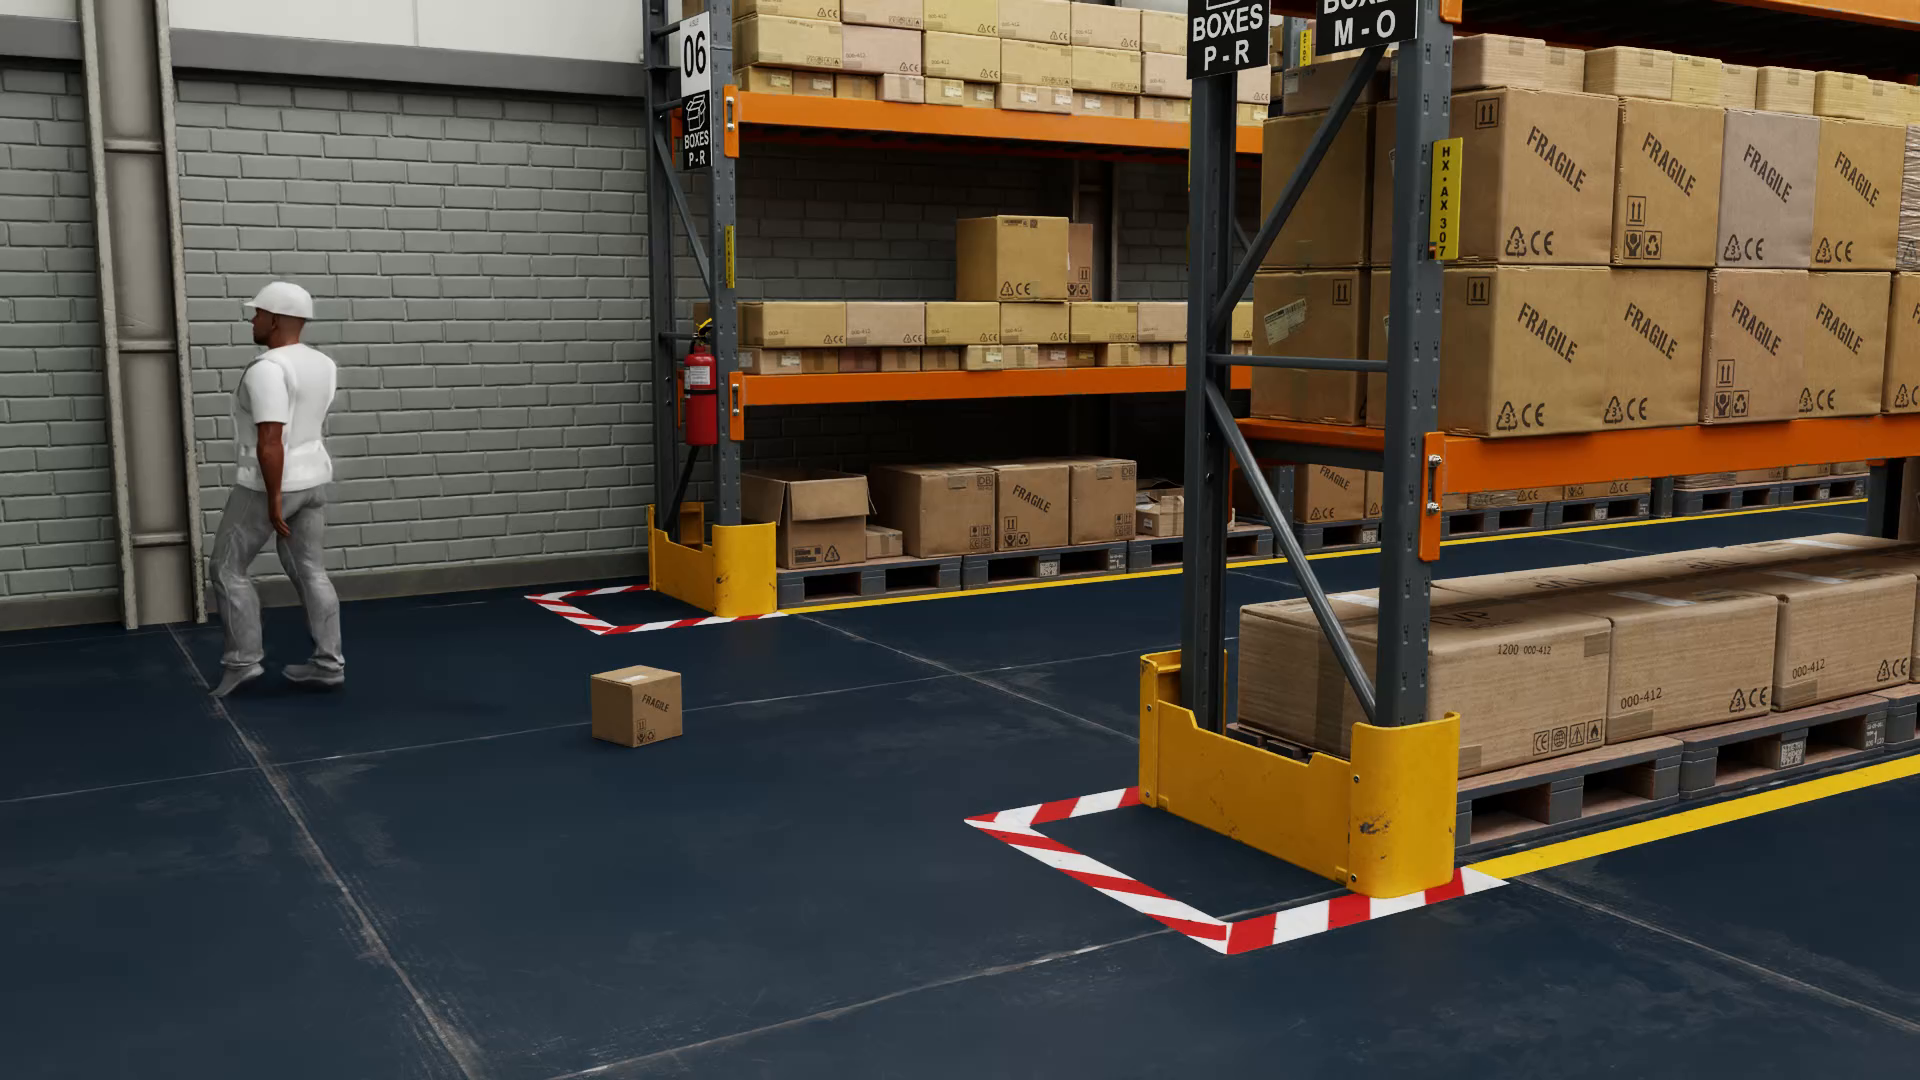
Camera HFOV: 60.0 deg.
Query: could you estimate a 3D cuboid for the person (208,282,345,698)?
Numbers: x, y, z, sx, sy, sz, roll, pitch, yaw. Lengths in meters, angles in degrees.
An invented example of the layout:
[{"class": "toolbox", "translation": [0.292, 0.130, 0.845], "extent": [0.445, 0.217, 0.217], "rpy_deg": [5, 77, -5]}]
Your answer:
[{"class": "person", "translation": [-2.981, -0.197, 7.234], "extent": [0.580, 1.829, 0.568], "rpy_deg": [2, 8, 15]}]
